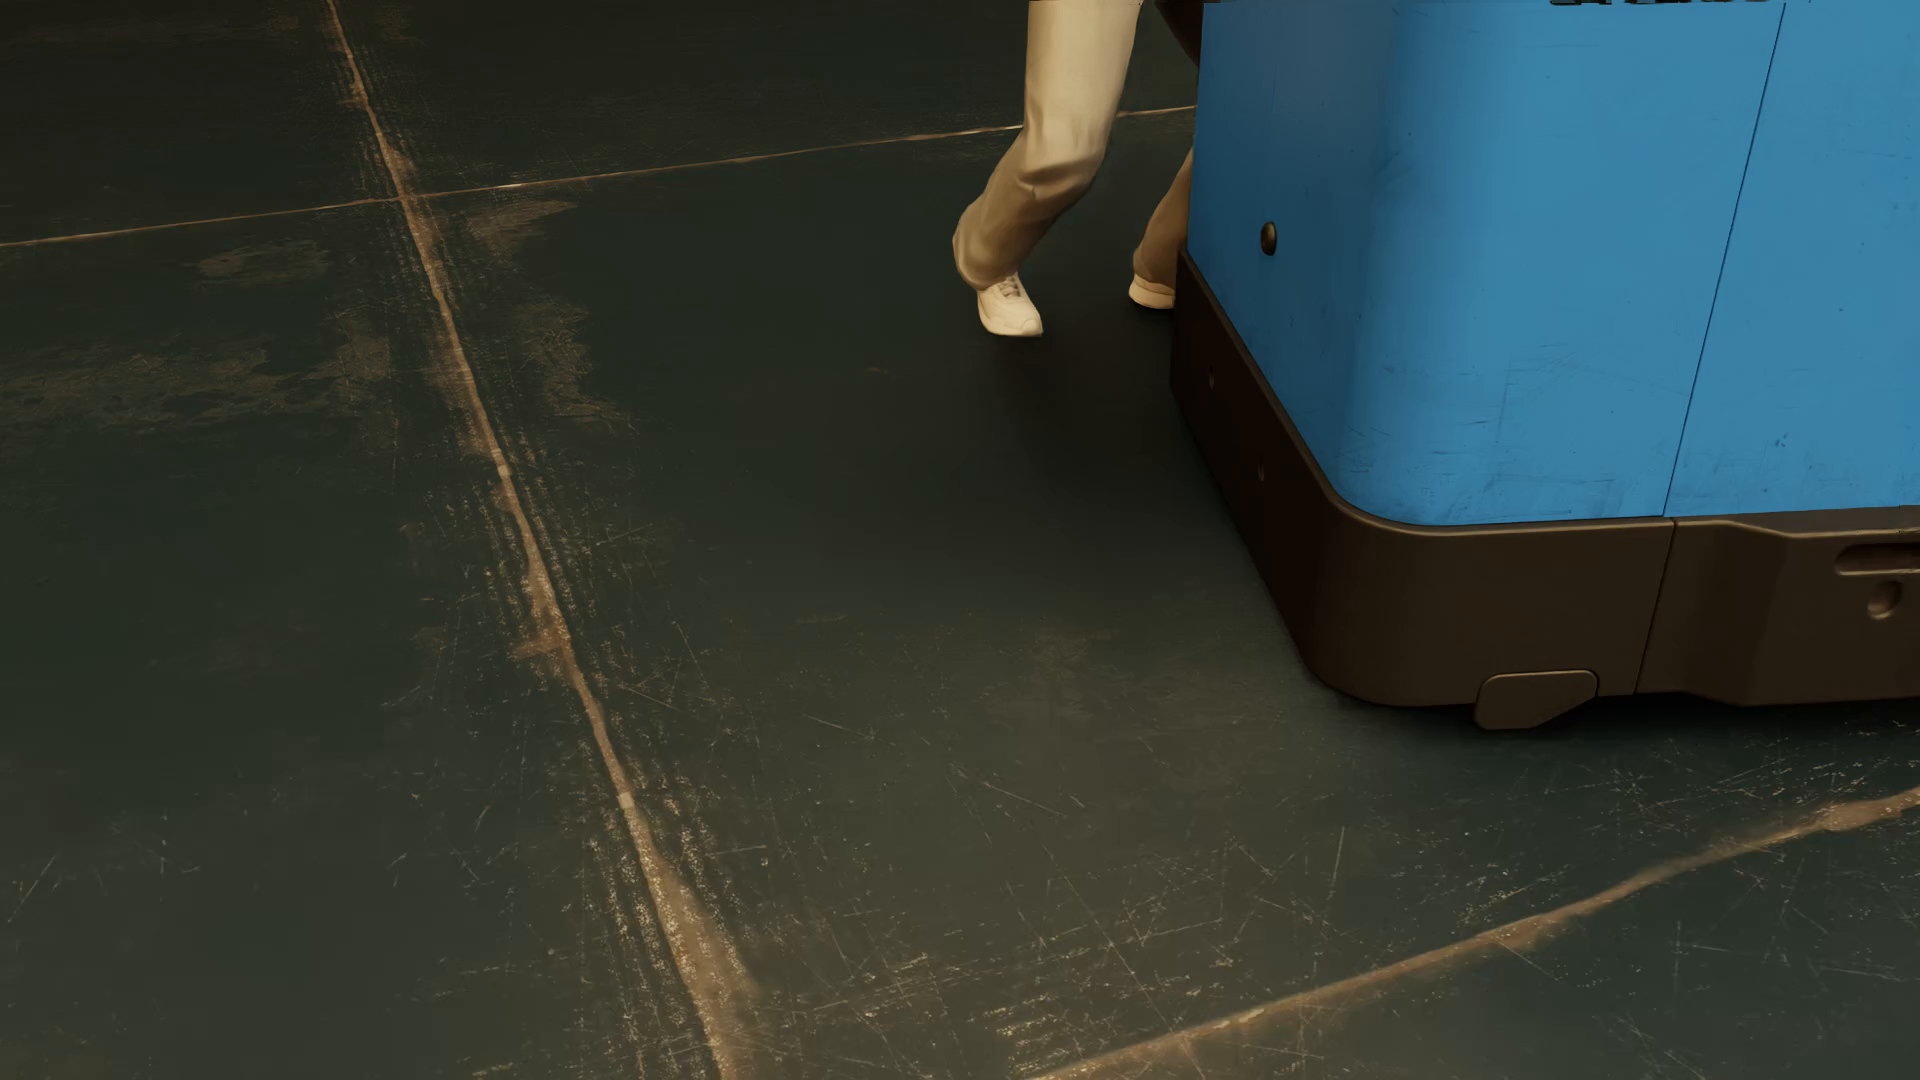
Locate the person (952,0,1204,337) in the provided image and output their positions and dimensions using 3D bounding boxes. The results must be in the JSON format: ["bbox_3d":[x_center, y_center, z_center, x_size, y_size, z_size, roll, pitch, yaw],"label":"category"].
[{"bbox_3d":[0.290,-1.034,2.727,0.797,1.589,0.494,-11,32,-19],"label":"person"}]

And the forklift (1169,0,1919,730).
[{"bbox_3d":[1.902,-1.332,1.878,3.031,2.935,1.130,-3,30,-5],"label":"forklift"}]
